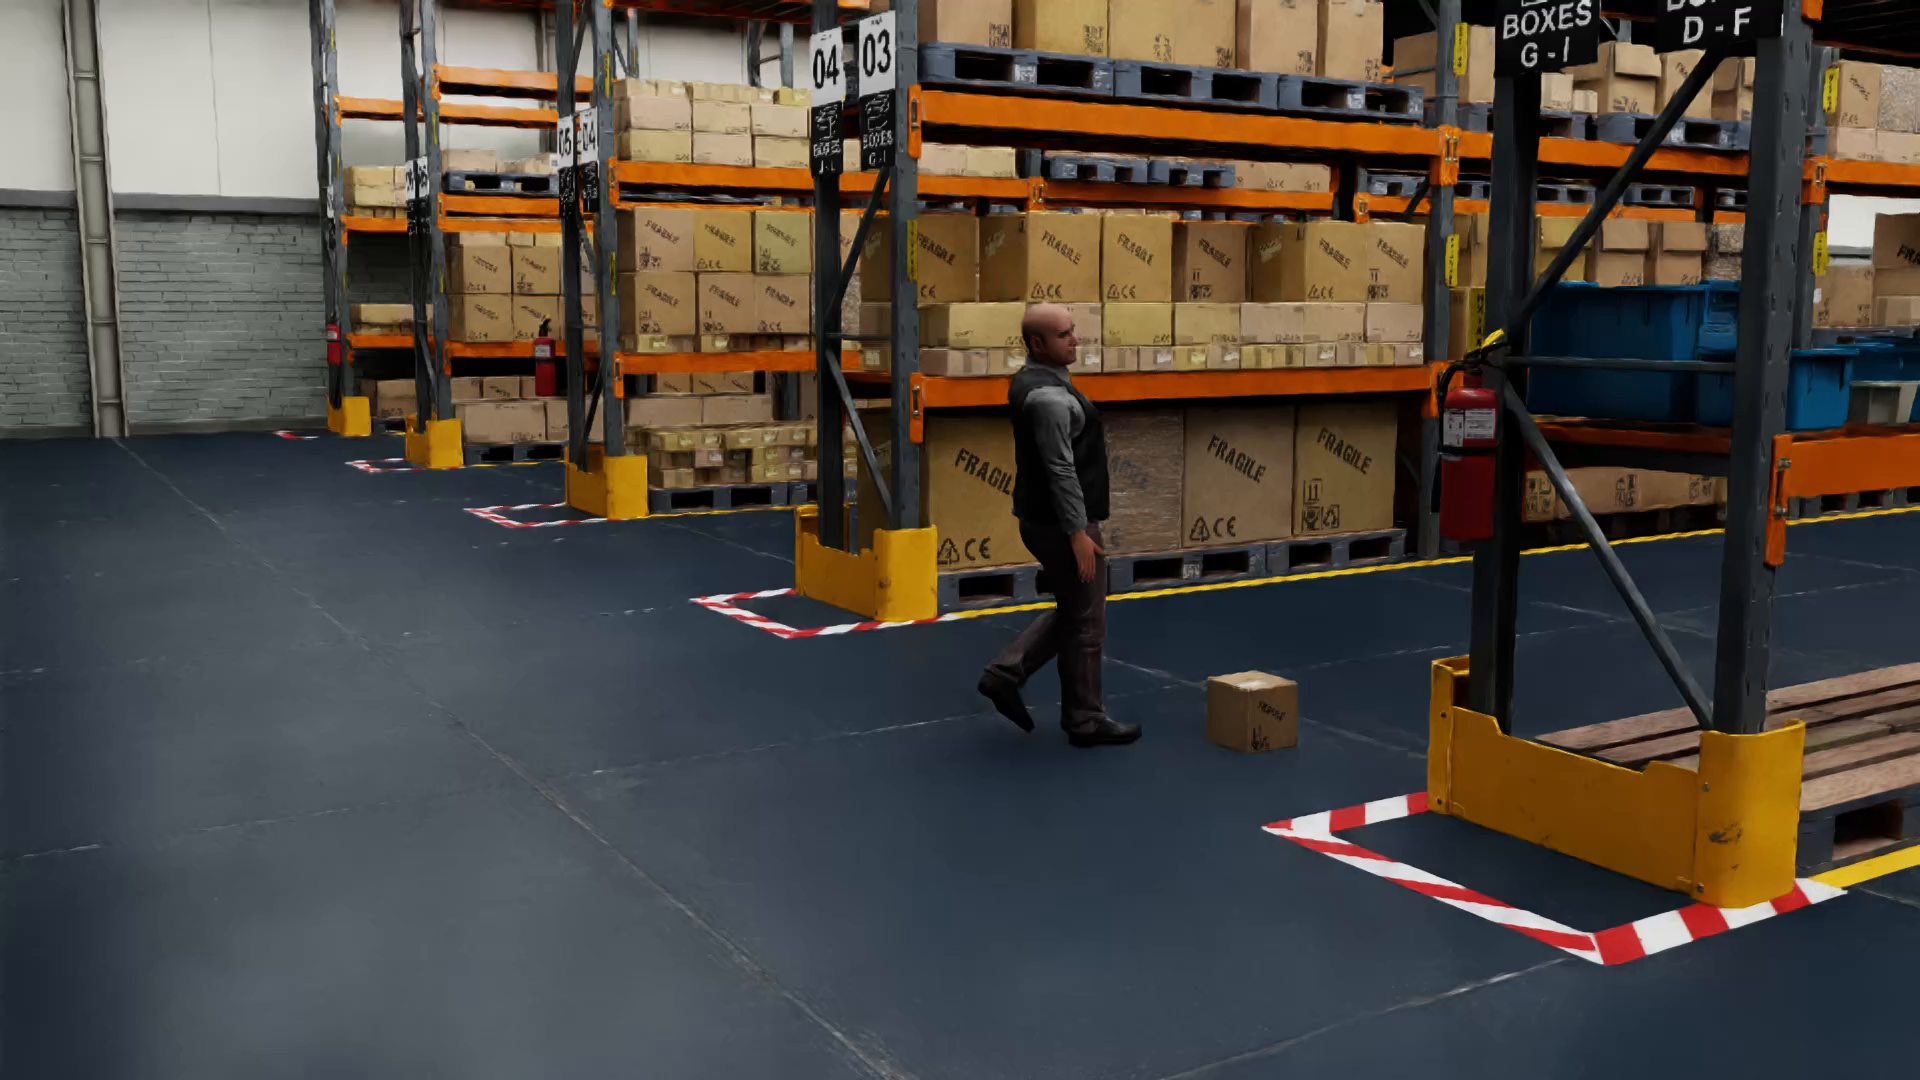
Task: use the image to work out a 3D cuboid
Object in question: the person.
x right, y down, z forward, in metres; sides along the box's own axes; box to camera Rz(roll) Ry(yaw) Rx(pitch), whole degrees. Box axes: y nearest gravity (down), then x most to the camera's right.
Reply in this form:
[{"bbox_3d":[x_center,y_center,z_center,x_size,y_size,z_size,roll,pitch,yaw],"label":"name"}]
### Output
[{"bbox_3d":[0.405,-0.045,6.287,0.644,1.702,0.558,-1,8,-9],"label":"person"}]
